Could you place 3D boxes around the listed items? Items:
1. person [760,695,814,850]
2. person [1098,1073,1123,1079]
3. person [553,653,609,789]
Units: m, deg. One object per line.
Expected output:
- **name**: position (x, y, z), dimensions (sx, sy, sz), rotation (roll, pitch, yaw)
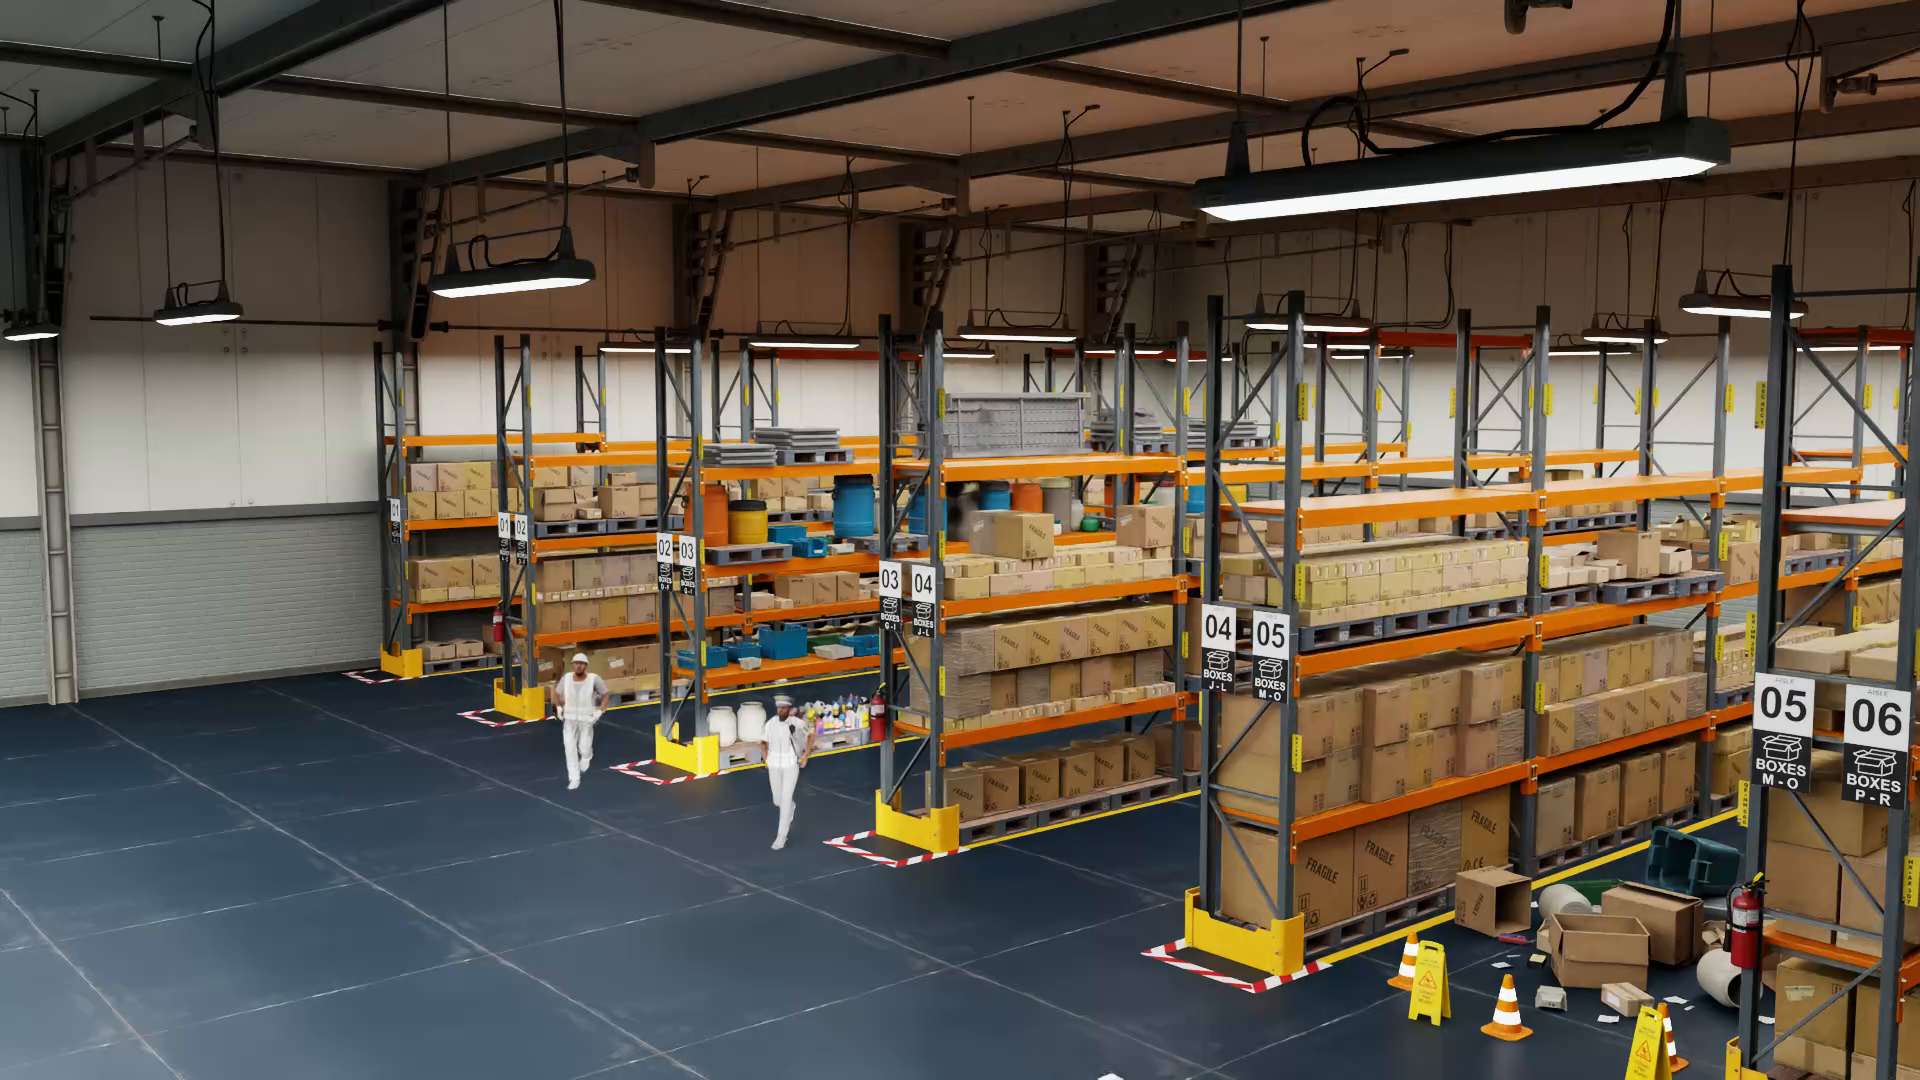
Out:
- **person**: position (-1.996, 2.607, 19.044), dimensions (0.595, 1.704, 0.890), rotation (1, 5, 11)
- **person**: position (0.789, 3.528, 8.371), dimensions (0.680, 1.788, 0.826), rotation (1, 5, 10)
- **person**: position (-4.952, 2.334, 21.771), dimensions (0.726, 1.745, 0.695), rotation (0, 5, -3)
